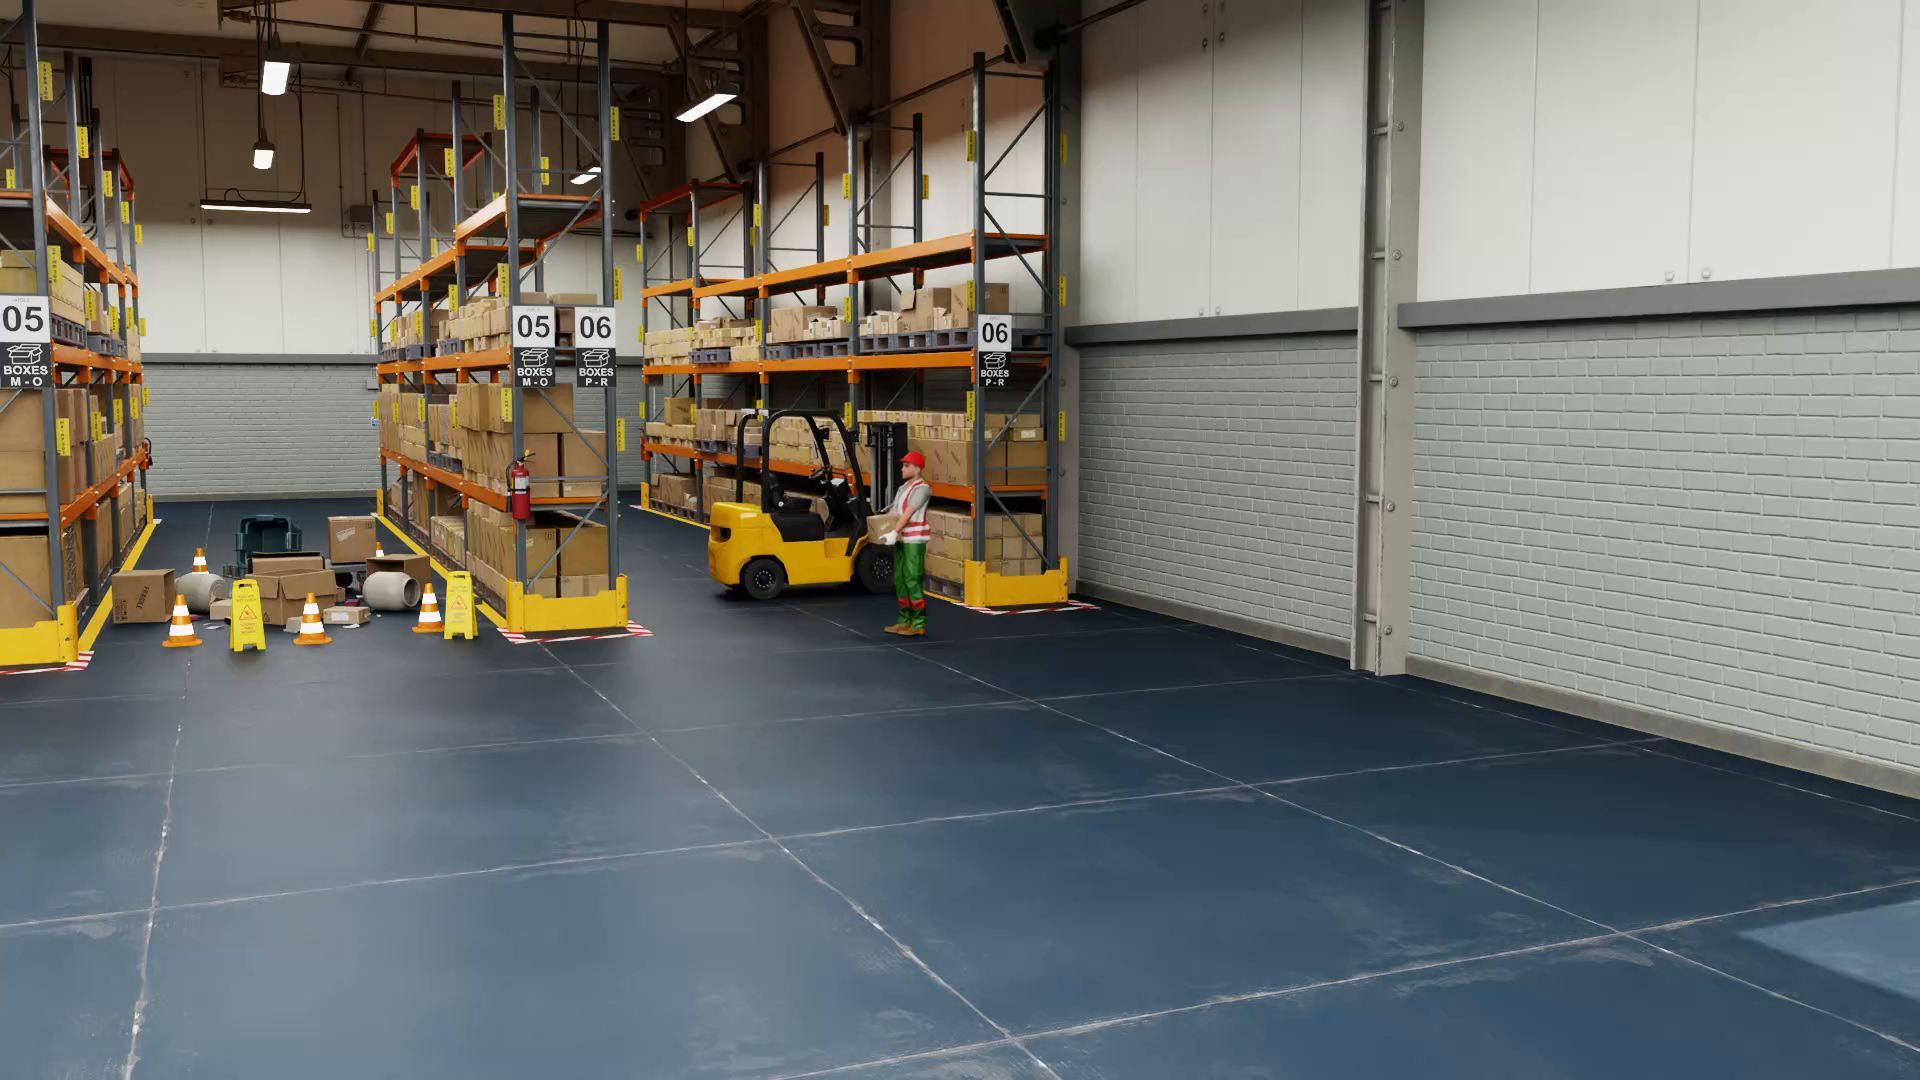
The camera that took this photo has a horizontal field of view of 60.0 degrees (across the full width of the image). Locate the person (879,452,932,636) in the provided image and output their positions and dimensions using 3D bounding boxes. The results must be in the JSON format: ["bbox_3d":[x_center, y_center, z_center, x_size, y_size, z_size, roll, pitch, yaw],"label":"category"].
[{"bbox_3d":[-0.574,0.032,16.221,0.559,1.786,0.495,-2,6,-24],"label":"person"}]
